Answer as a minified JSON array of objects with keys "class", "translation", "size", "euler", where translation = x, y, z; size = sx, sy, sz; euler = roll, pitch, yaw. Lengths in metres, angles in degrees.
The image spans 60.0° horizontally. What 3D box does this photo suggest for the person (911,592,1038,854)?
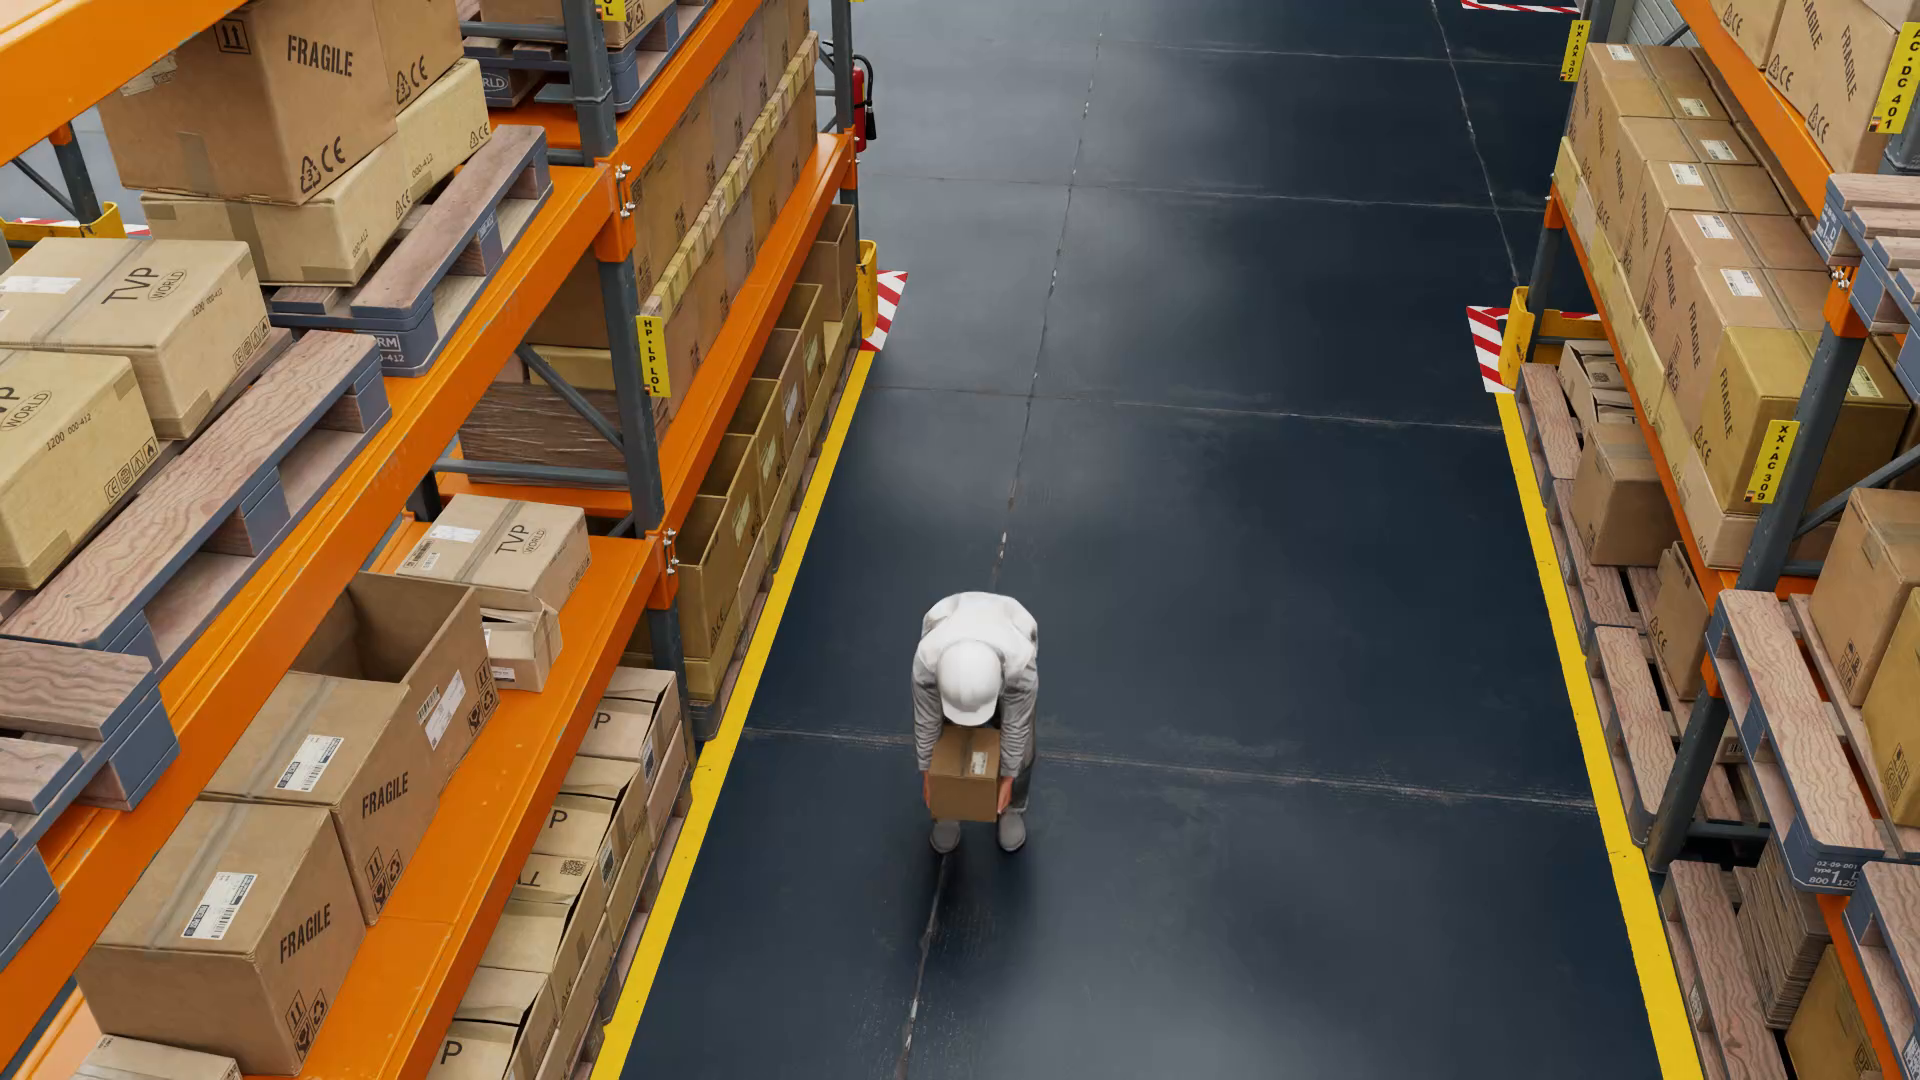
[{"class":"person","translation":[0.062,0.734,6.339],"size":[0.465,1.384,0.920],"euler":[3,36,5]}]
